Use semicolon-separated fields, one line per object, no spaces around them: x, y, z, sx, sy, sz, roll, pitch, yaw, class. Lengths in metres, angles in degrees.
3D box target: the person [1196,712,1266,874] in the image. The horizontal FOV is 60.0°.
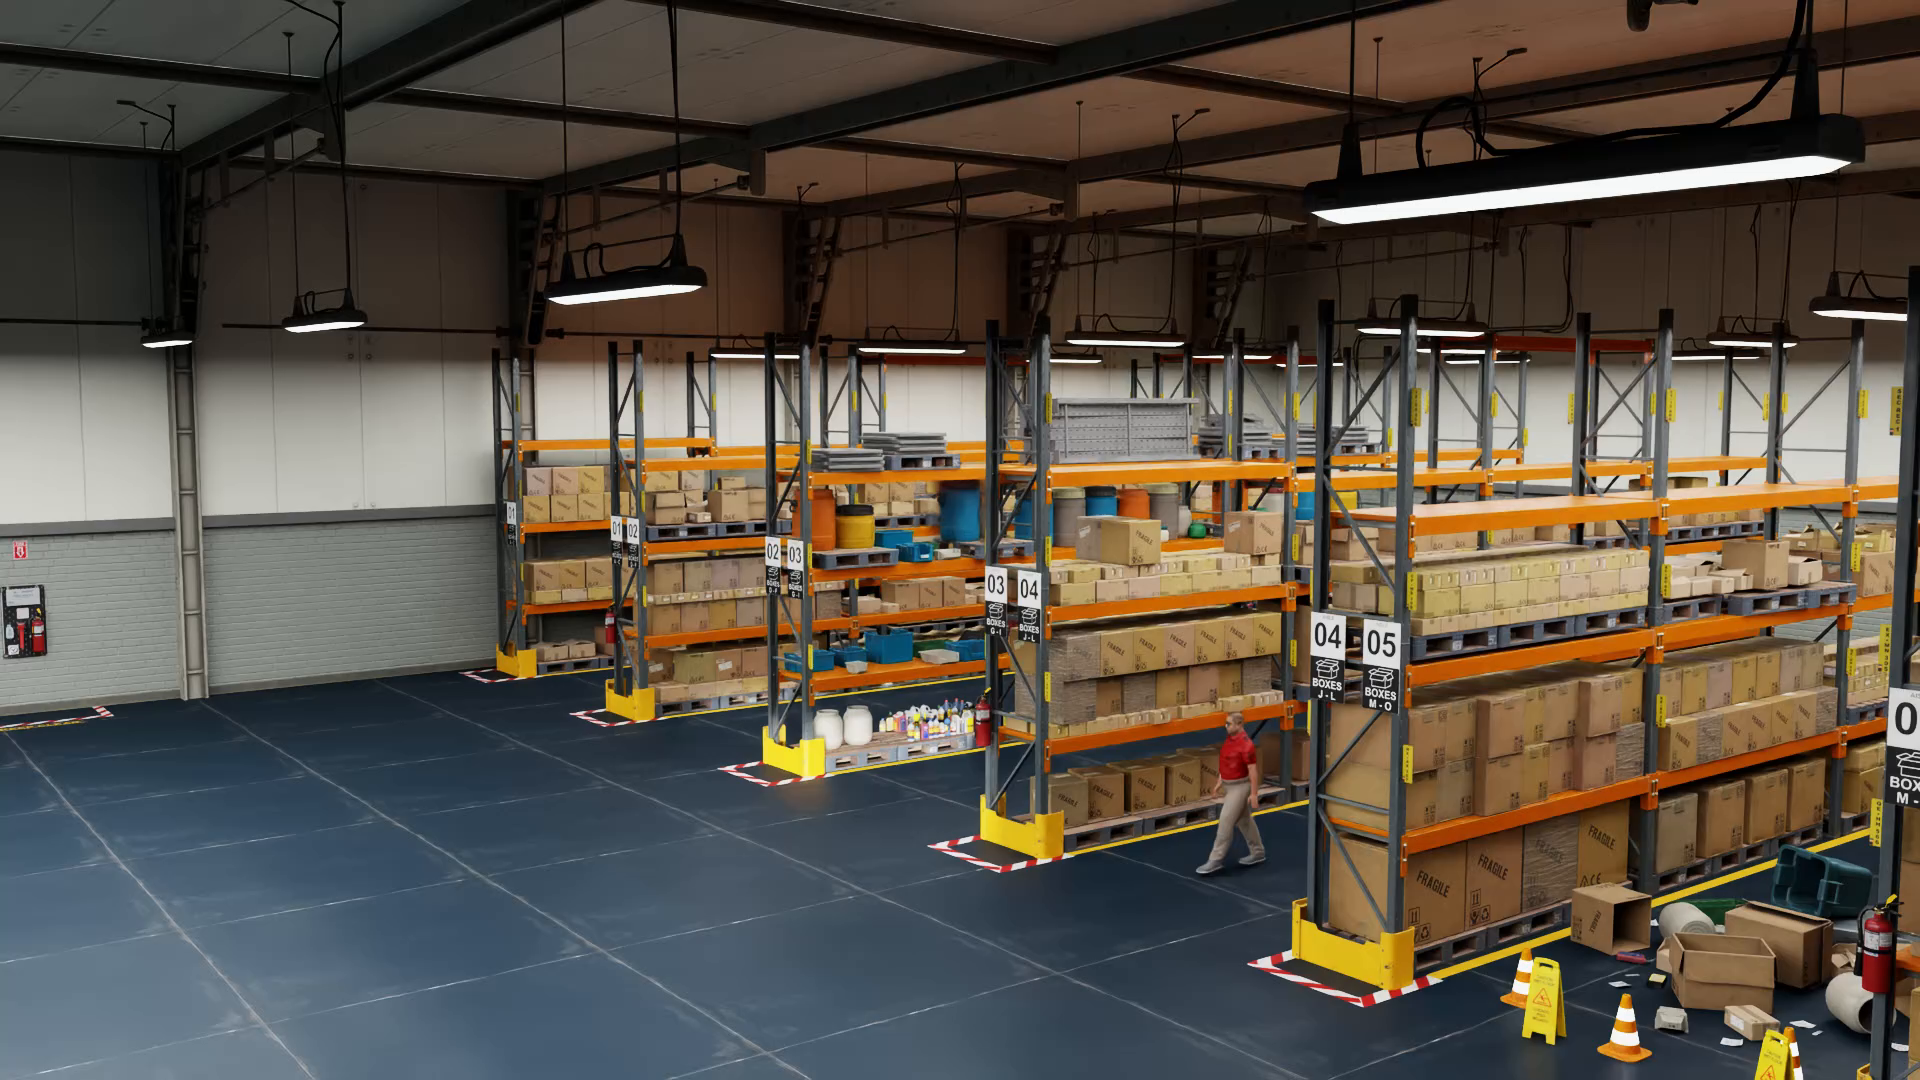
2.936;2.711;18.074;0.884;1.690;0.593;-1;5;-9;person
